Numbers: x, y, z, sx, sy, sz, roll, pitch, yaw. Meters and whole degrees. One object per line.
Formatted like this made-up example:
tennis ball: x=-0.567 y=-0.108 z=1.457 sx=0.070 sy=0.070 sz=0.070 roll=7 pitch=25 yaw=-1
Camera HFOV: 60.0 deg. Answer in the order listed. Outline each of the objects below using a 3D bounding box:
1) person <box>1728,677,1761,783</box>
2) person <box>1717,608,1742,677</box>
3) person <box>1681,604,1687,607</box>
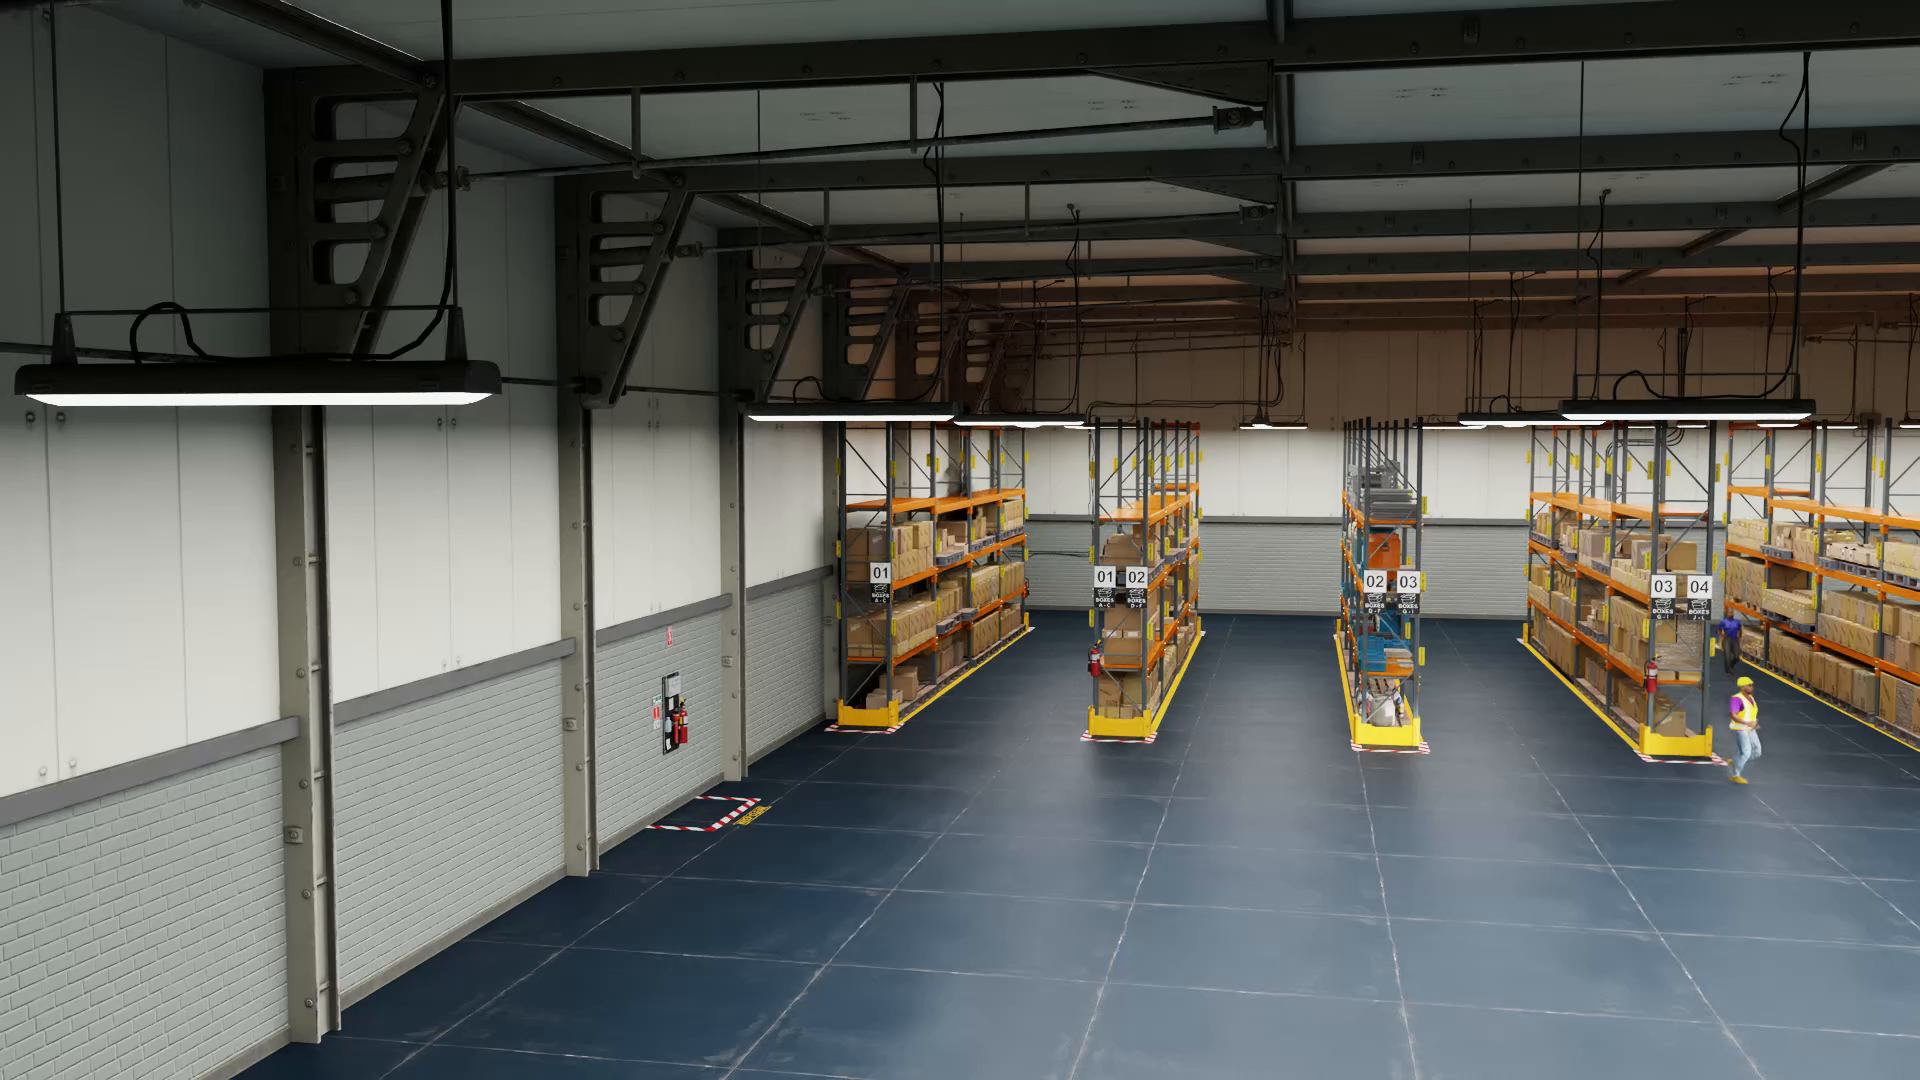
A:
person: x=12.839 y=3.095 z=27.175 sx=0.747 sy=1.729 sz=0.603 roll=-3 pitch=5 yaw=-40
person: x=17.961 y=2.400 z=38.753 sx=0.570 sy=1.608 sz=0.568 roll=1 pitch=4 yaw=12
person: x=19.607 y=1.965 z=45.008 sx=0.698 sy=1.719 sz=0.729 roll=-1 pitch=4 yaw=-22
